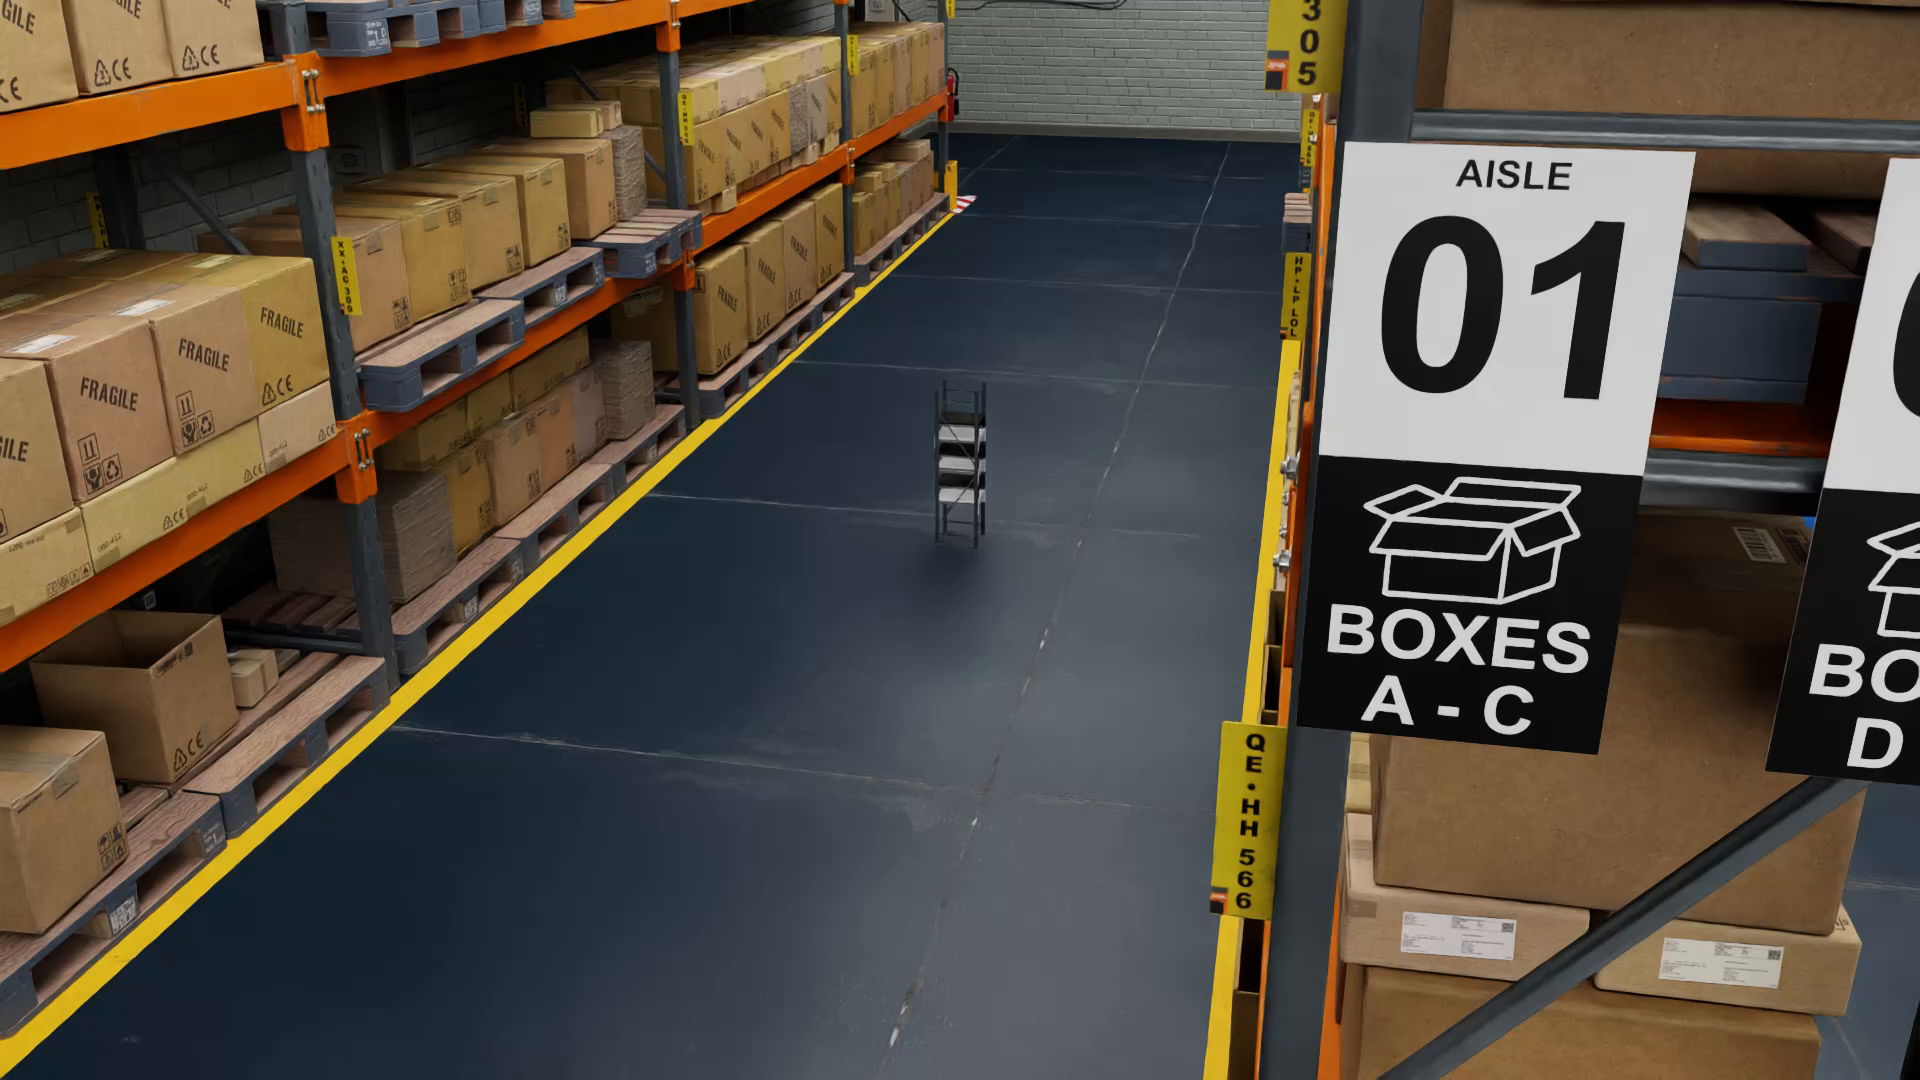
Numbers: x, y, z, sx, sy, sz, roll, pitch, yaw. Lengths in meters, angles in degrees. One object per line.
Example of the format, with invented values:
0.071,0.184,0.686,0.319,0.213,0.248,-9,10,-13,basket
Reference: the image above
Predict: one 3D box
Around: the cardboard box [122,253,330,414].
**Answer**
-2.874,-0.821,6.548,0.500,0.500,0.500,4,22,11,cardboard box

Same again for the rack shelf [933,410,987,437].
0.002,-0.640,9.104,0.258,0.077,0.200,4,22,11,rack shelf

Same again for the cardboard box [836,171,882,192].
-0.946,-3.369,15.620,0.380,0.149,0.250,5,23,13,cardboard box

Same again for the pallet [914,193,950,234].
-0.718,-3.527,17.829,1.003,0.211,1.213,4,22,11,pallet

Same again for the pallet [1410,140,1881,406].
1.123,-0.498,2.679,1.003,0.211,1.213,4,22,11,pallet

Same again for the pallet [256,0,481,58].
-2.850,-2.252,7.167,1.213,0.211,1.003,4,22,11,pallet

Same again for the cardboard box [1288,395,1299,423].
2.093,-0.635,9.282,0.500,0.311,0.500,4,22,10,cardboard box

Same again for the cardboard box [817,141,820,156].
-1.365,-3.218,13.639,0.380,0.149,0.250,5,23,13,cardboard box

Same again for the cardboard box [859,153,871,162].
-1.104,-3.789,16.661,0.380,0.149,0.250,5,22,11,cardboard box

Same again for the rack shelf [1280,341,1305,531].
2.178,-0.752,8.168,1.077,0.370,4.000,4,22,11,rack shelf

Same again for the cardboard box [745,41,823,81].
-1.406,-3.821,13.263,0.500,0.250,0.500,5,22,12,cardboard box

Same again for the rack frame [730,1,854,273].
-1.448,-3.656,14.417,1.000,3.000,0.127,4,22,11,rack frame

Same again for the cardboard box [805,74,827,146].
-1.390,-3.474,13.407,0.500,0.500,0.500,5,22,11,cardboard box

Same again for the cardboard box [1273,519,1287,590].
1.672,0.106,7.444,0.500,0.311,0.500,5,22,12,cardboard box

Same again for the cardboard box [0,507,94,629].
-3.179,0.077,5.321,0.500,0.250,0.500,5,22,11,cardboard box

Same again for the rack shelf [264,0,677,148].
-2.672,-2.520,8.542,1.077,0.370,4.000,4,22,11,rack shelf

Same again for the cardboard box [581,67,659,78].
-2.316,-3.110,11.497,0.500,0.250,0.500,4,22,9,cardboard box

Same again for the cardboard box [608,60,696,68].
-2.208,-3.297,11.962,0.500,0.250,0.500,4,22,10,cardboard box

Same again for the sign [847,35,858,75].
-0.915,-4.119,14.121,0.100,0.325,0.005,4,22,11,sign

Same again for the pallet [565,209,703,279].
-2.305,-1.836,10.153,1.213,0.211,1.003,4,22,11,pallet

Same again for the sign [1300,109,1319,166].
2.053,-2.355,9.743,0.100,0.325,0.005,4,22,11,sign

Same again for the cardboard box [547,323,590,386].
-2.538,-1.115,9.860,0.500,0.250,0.500,5,22,12,cardboard box

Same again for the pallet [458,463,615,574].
-2.676,-0.169,9.491,1.003,0.211,1.213,4,22,11,pallet

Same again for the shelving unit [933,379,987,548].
0.002,-0.420,9.193,0.258,0.900,0.210,4,22,11,shelving unit

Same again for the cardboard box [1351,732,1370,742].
0.949,0.418,3.299,0.380,0.149,0.250,4,22,10,cardboard box

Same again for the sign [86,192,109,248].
-3.624,-1.308,7.037,0.100,0.325,0.005,4,22,11,sign

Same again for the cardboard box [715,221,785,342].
-1.801,-1.970,12.545,0.750,0.750,0.750,4,22,11,cardboard box

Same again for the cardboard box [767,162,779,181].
-1.607,-2.846,12.715,0.380,0.149,0.250,5,23,13,cardboard box

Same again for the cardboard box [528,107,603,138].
-2.356,-2.497,9.948,0.380,0.149,0.250,1,22,2,cardboard box

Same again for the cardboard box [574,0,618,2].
-2.147,-3.269,9.532,0.500,0.311,0.500,4,22,11,cardboard box

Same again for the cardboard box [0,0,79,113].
-3.133,-1.584,5.097,0.500,0.500,0.500,4,22,9,cardboard box

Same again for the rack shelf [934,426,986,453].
0.002,-0.556,9.138,0.258,0.077,0.200,4,22,11,rack shelf

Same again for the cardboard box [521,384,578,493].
-2.653,-0.607,9.603,0.700,0.500,0.500,4,22,11,cardboard box

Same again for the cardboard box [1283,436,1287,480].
2.090,-0.383,9.409,0.500,0.250,0.500,4,22,9,cardboard box

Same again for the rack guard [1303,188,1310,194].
4.203,-3.555,17.513,1.175,0.500,0.348,4,22,11,rack guard

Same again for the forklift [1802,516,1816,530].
5.576,-1.248,8.529,3.031,2.935,1.130,1,22,3,forklift

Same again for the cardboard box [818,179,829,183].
-1.419,-3.220,15.250,0.380,0.149,0.250,4,22,11,cardboard box

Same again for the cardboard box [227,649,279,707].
-3.160,0.578,7.108,0.380,0.166,0.250,2,22,4,cardboard box

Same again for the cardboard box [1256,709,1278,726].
1.165,0.890,5.243,0.500,0.500,0.500,4,22,11,cardboard box

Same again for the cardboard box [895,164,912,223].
-0.881,-3.524,16.872,0.700,0.500,0.500,4,22,9,cardboard box

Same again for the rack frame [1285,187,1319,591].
1.770,-0.354,6.218,1.000,3.000,0.127,4,22,11,rack frame

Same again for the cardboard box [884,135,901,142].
-0.847,-4.253,17.813,0.380,0.149,0.250,5,22,11,cardboard box

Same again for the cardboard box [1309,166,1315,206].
2.604,-2.297,10.346,0.700,0.500,0.500,-3,22,-7,cardboard box

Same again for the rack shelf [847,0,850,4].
-1.040,-5.445,15.807,1.077,0.370,4.000,4,22,11,rack shelf

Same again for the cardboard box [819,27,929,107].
-0.863,-4.804,16.865,0.980,0.700,0.700,4,22,10,cardboard box

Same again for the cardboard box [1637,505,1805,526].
1.174,0.079,3.272,0.700,0.500,0.500,4,22,10,cardboard box

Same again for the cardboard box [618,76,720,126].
-1.913,-2.892,10.956,0.500,0.250,0.500,5,22,12,cardboard box

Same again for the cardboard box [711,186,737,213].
-1.773,-2.371,11.535,0.380,0.149,0.250,5,23,13,cardboard box

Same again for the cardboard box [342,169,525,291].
-2.718,-1.611,8.617,0.700,0.500,0.500,8,23,18,cardboard box

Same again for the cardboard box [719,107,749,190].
-1.798,-2.736,11.573,0.500,0.500,0.500,5,23,13,cardboard box

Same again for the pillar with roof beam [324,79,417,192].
0.838,-4.238,7.832,9.100,9.000,0.400,4,22,11,pillar with roof beam

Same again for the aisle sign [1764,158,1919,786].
1.240,-0.050,1.982,0.394,0.787,0.004,4,22,11,aisle sign
